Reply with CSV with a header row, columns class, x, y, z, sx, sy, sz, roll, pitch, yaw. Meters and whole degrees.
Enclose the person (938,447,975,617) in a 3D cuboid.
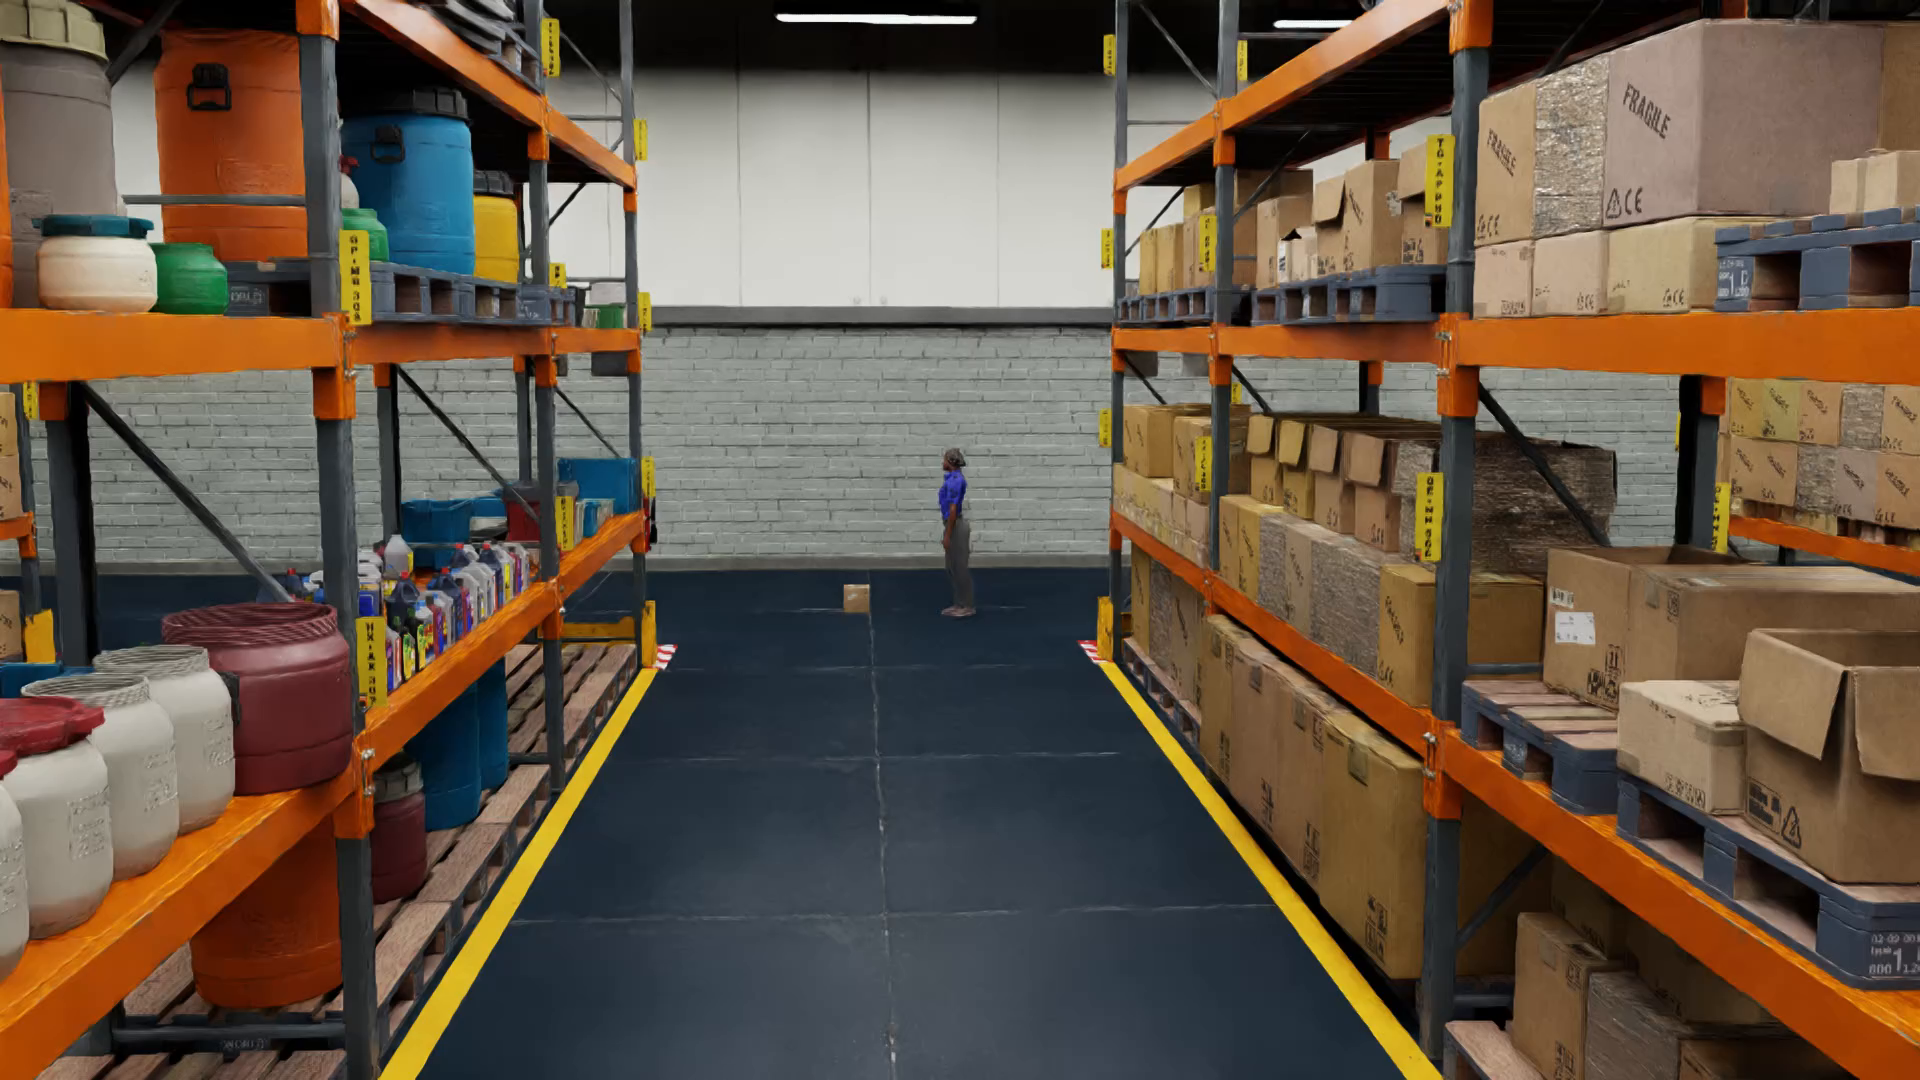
class,x,y,z,sx,sy,sz,roll,pitch,yaw
person,-0.032,-0.073,16.292,0.361,1.669,0.482,0,7,-2
